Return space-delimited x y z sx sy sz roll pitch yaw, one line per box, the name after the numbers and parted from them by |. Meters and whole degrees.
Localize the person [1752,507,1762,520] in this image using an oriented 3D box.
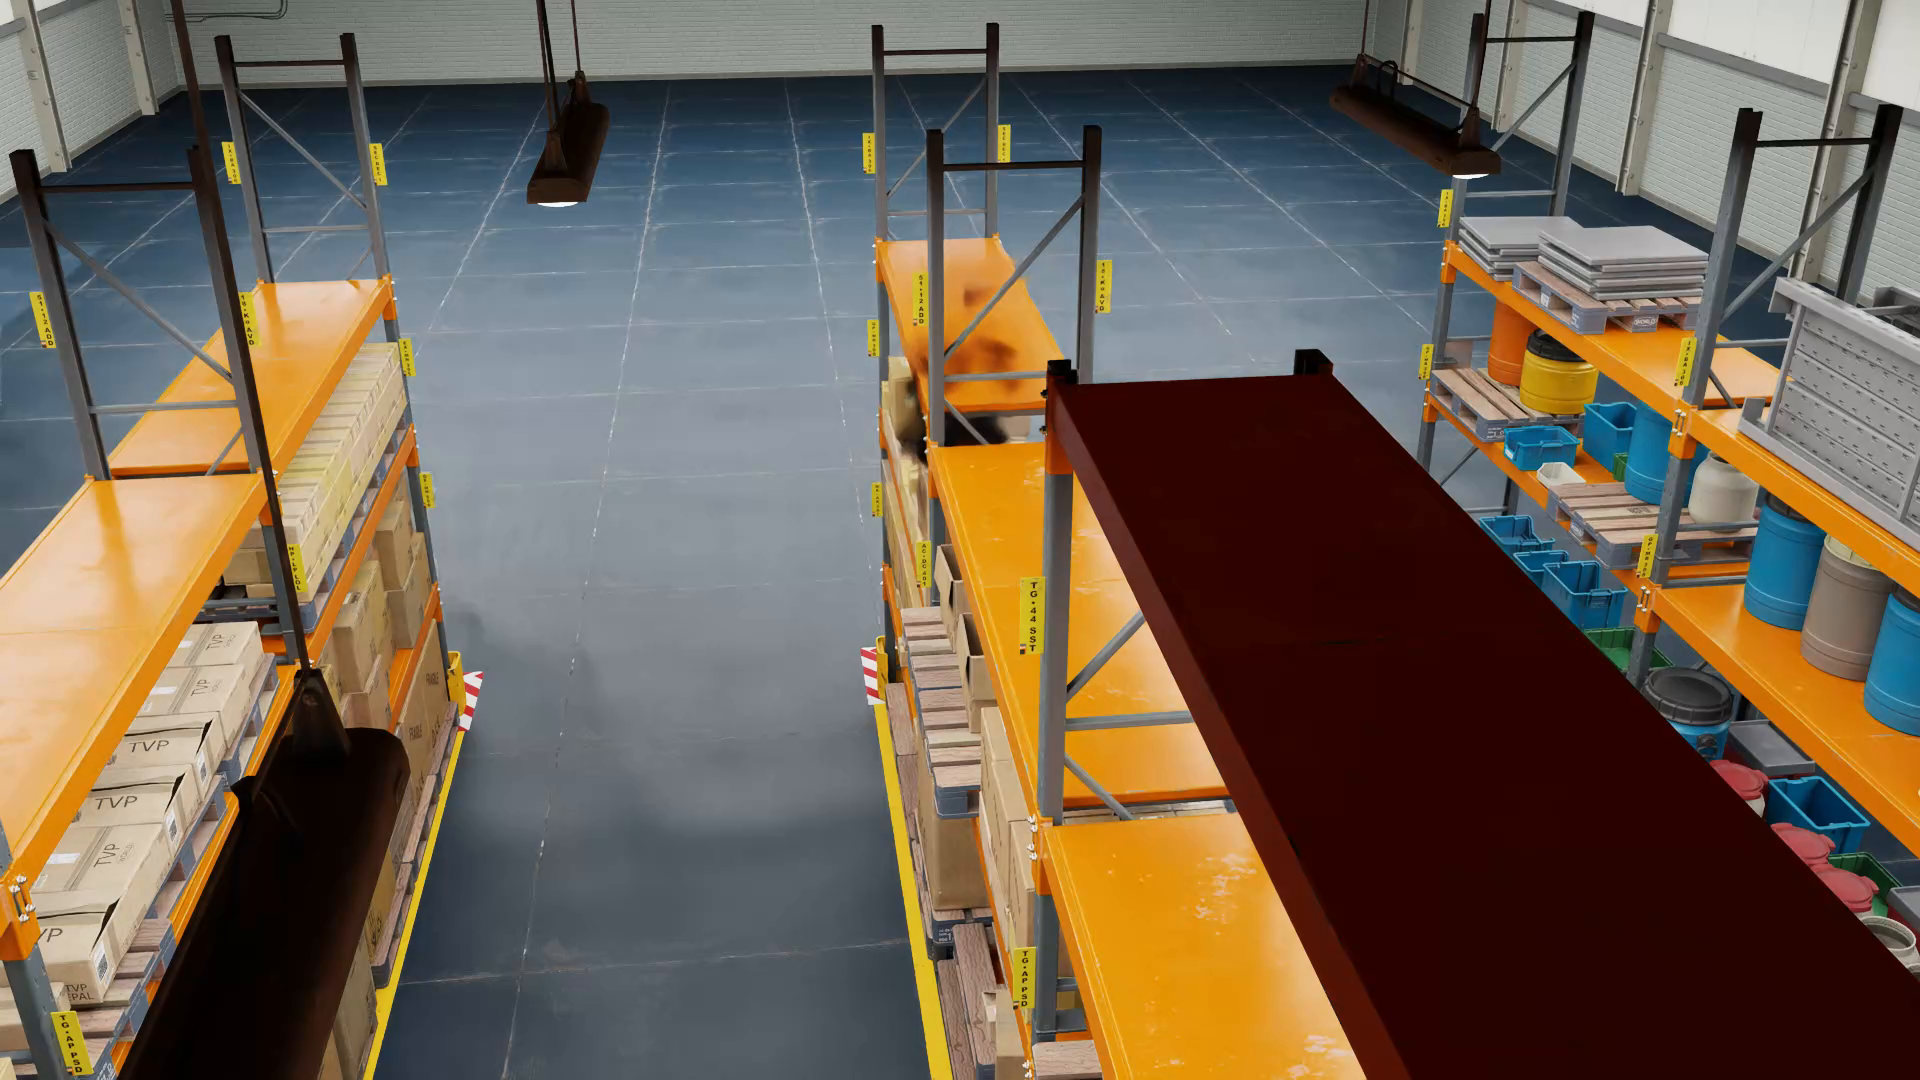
8.589 -0.568 18.108 0.622 1.417 0.594 10 27 20 | person
